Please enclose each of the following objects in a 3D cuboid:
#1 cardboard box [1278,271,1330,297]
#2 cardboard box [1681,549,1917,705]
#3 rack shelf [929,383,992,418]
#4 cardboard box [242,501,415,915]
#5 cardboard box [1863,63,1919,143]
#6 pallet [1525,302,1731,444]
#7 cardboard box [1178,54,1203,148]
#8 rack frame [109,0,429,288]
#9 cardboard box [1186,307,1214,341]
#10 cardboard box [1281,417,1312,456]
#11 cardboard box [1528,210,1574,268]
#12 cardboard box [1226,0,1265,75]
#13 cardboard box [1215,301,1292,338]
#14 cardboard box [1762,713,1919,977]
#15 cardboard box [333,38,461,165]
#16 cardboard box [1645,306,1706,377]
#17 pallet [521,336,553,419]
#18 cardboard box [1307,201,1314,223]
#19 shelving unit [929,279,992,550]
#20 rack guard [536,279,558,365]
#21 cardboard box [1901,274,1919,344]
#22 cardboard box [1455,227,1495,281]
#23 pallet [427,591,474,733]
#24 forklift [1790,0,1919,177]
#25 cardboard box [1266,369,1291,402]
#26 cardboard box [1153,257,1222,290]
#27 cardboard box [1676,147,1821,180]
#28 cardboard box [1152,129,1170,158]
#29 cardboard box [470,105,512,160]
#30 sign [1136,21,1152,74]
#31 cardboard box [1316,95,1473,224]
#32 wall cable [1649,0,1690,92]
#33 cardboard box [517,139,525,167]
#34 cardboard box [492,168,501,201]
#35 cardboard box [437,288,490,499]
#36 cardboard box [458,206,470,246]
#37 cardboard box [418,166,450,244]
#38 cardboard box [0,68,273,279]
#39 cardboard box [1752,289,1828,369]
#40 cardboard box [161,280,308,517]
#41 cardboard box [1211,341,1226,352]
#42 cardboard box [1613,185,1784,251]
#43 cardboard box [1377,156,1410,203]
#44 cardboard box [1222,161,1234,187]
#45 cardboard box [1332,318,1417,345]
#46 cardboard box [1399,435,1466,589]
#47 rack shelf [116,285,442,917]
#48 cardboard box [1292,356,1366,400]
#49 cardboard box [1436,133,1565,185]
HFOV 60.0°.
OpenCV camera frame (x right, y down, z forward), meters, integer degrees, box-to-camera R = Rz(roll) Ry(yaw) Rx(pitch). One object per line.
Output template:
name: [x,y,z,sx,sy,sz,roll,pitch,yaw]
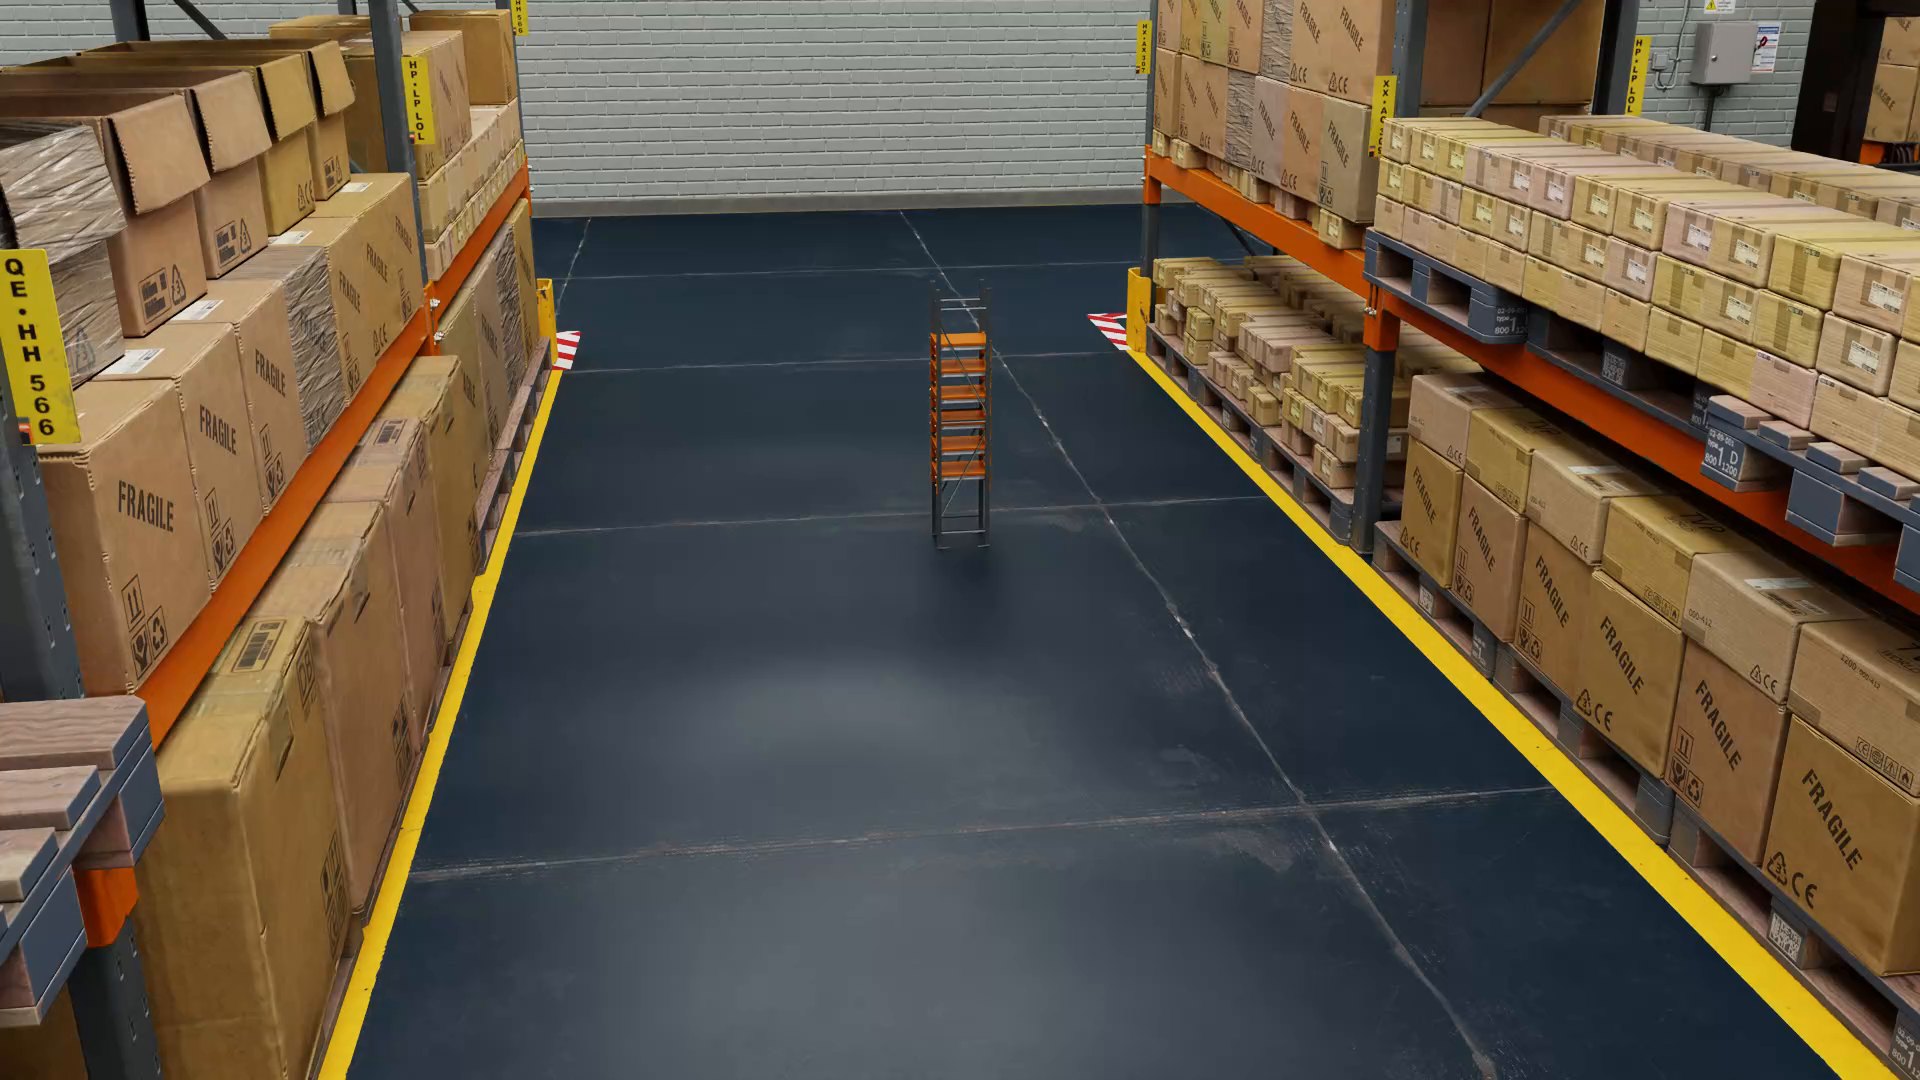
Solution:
cardboard box: [2.181,-1.559,10.226,0.380,0.149,0.250,-3,21,-9]
cardboard box: [2.423,0.233,4.707,0.500,0.250,0.500,-3,21,-7]
rack shelf: [0.002,-0.628,7.466,0.258,0.103,0.180,-3,21,-8]
cardboard box: [-2.258,0.472,4.601,1.225,0.875,0.875,-3,21,-8]
cardboard box: [6.381,-2.913,11.086,0.500,0.500,0.500,-3,21,-8]
pallet: [2.539,-0.586,5.272,1.003,0.211,1.213,-3,21,-8]
cardboard box: [1.605,-2.595,9.809,0.500,0.500,0.500,-3,21,-8]
rack frame: [-2.634,-1.162,6.541,1.000,3.000,0.127,-3,21,-8]
cardboard box: [1.569,-1.296,9.949,0.380,0.149,0.250,-2,21,-6]
cardboard box: [1.838,-0.540,8.348,0.380,0.149,0.250,-4,21,-10]
cardboard box: [2.084,-0.982,5.392,0.380,0.149,0.250,-3,21,-9]
cardboard box: [1.723,-2.716,8.704,0.500,0.500,0.500,-4,21,-9]
cardboard box: [1.660,-1.249,9.397,0.380,0.149,0.250,-3,21,-7]
cardboard box: [2.511,0.767,4.347,0.500,0.500,0.500,-3,21,-8]
cardboard box: [-2.514,-1.932,7.320,0.500,0.500,0.500,-3,21,-8]
cardboard box: [2.195,-0.574,4.724,0.380,0.149,0.250,-4,21,-10]
pallet: [-3.018,-0.968,10.006,1.003,0.211,1.213,-3,21,-8]
cardboard box: [1.922,-1.619,8.122,0.380,0.149,0.250,-3,21,-9]
shelving unit: [0.002,-0.557,7.493,0.258,1.200,0.189,-3,21,-8]
rack guard: [-3.214,-1.384,10.708,1.175,0.500,0.348,-3,21,-8]
cardboard box: [2.341,-0.497,3.668,0.380,0.149,0.250,-4,21,-10]
cardboard box: [2.003,-1.027,5.939,0.380,0.149,0.250,-3,21,-7]
pallet: [-2.449,0.407,6.324,1.003,0.211,1.213,-3,21,-8]
forklift: [4.571,-1.530,7.623,1.130,2.935,3.031,-2,21,-6]
cardboard box: [1.826,-0.835,8.714,0.380,0.149,0.250,-2,21,-6]
cardboard box: [1.451,-1.704,10.615,0.380,0.149,0.250,-4,21,-10]
cardboard box: [2.684,-1.247,5.677,0.380,0.149,0.250,-4,21,-10]
cardboard box: [1.434,-2.516,10.524,0.380,0.149,0.250,-3,21,-8]
cardboard box: [-2.806,-2.286,9.339,0.500,0.250,0.500,-3,21,-9]
sign: [1.175,-3.140,10.600,0.100,0.325,0.005,-3,21,-8]
cardboard box: [1.939,-1.717,7.458,0.500,0.500,0.500,-3,21,-8]
wall cable: [7.161,-5.550,16.836,0.588,1.984,0.122,-3,21,-8]
cardboard box: [-2.834,-2.323,10.007,0.380,0.149,0.250,-3,21,-7]
cardboard box: [-2.647,-1.879,8.820,0.380,0.149,0.250,-3,21,-8]
cardboard box: [-2.650,-0.596,7.462,0.875,0.875,0.875,-3,21,-8]
cardboard box: [-2.464,-1.437,7.635,0.380,0.149,0.250,-3,21,-9]
cardboard box: [-2.443,-1.407,6.986,0.500,0.250,0.500,-3,21,-9]
cardboard box: [-2.342,-1.006,4.545,0.797,0.503,0.637,-2,21,-6]
cardboard box: [2.262,-0.542,4.215,0.380,0.149,0.250,-2,21,-6]
cardboard box: [-2.013,-0.362,4.255,0.500,0.500,0.500,-3,21,-9]
cardboard box: [1.691,-1.076,9.785,0.380,0.149,0.250,-3,21,-8]
cardboard box: [2.156,-0.945,4.867,0.380,0.149,0.250,-2,21,-5]
cardboard box: [1.890,-1.436,6.608,0.380,0.149,0.250,-3,21,-7]
cardboard box: [1.693,-2.069,9.328,0.380,0.149,0.250,-3,21,-9]
cardboard box: [2.240,-1.102,9.004,0.380,0.149,0.250,-4,21,-10]
cardboard box: [2.132,-0.134,6.760,0.500,0.500,0.500,-2,21,-6]
rack shelf: [-2.346,-0.133,4.813,1.077,0.370,4.000,-3,21,-8]
cardboard box: [1.860,-0.800,8.194,0.380,0.149,0.250,-3,21,-8]
cardboard box: [1.971,-1.390,6.060,0.380,0.149,0.250,-3,21,-7]
